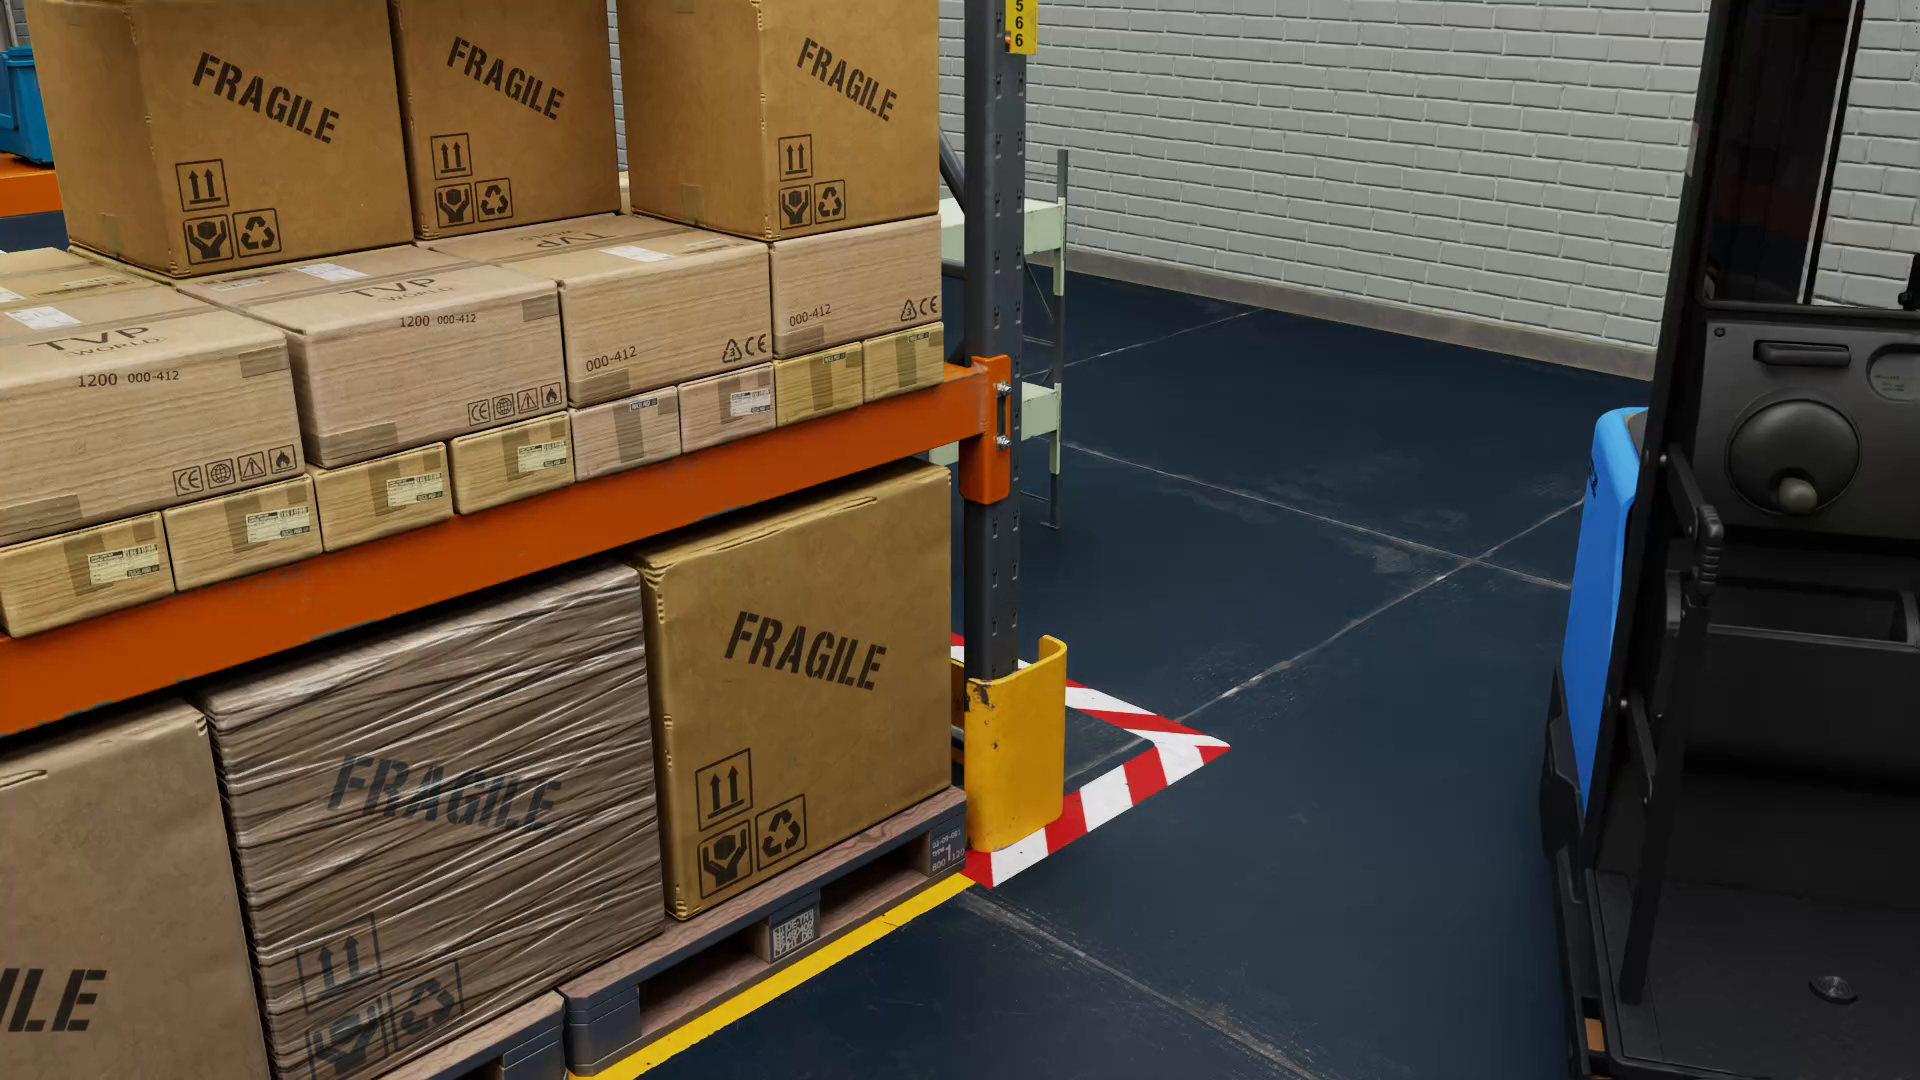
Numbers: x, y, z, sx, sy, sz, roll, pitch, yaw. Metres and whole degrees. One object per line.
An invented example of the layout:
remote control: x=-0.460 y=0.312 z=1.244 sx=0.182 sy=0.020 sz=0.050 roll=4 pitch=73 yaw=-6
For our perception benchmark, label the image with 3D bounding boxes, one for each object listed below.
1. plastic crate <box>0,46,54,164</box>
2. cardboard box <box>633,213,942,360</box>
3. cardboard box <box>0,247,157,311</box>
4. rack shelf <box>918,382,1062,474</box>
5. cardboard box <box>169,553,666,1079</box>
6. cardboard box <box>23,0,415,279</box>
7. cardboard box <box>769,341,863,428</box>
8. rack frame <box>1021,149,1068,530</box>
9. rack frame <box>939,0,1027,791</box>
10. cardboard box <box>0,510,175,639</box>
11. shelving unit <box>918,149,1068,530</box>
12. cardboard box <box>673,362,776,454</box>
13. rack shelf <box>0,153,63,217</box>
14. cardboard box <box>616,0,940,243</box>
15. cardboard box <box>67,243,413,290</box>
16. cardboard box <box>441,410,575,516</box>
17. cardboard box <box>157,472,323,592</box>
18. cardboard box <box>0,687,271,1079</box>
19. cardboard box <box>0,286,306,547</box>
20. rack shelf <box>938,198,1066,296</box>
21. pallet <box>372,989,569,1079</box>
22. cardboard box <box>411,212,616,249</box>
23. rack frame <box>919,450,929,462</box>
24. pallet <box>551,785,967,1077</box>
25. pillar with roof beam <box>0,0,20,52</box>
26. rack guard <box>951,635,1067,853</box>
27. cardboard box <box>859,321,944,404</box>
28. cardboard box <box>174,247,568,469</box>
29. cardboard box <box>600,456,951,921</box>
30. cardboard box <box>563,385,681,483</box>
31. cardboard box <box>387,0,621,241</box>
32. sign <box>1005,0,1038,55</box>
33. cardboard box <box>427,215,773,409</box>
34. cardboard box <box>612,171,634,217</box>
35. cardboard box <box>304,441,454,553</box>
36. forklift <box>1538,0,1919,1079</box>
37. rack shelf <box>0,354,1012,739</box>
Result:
plastic crate: x=-3.892 y=-1.895 z=7.192 sx=0.616 sy=0.435 sz=0.499 roll=19 pitch=28 yaw=41
cardboard box: x=-0.391 y=-0.622 z=3.806 sx=0.500 sy=0.250 sz=0.500 roll=19 pitch=28 yaw=40
cardboard box: x=-1.843 y=-0.358 z=3.120 sx=0.500 sy=0.250 sz=0.500 roll=19 pitch=28 yaw=40
rack shelf: x=-0.005 y=-0.394 z=6.418 sx=0.431 sy=0.370 sz=0.720 roll=19 pitch=28 yaw=41
cardboard box: x=-1.267 y=0.470 z=3.547 sx=0.875 sy=0.875 sz=0.875 roll=19 pitch=28 yaw=41
cardboard box: x=-1.477 y=-0.844 z=3.339 sx=0.500 sy=0.500 sz=0.500 roll=18 pitch=28 yaw=39
cardboard box: x=-0.436 y=-0.386 z=3.747 sx=0.380 sy=0.149 sz=0.250 roll=20 pitch=28 yaw=41
rack frame: x=0.251 y=-0.792 z=6.546 sx=0.400 sy=1.500 sz=0.023 roll=19 pitch=28 yaw=41
rack frame: x=-0.243 y=-0.744 z=4.330 sx=1.000 sy=3.000 sz=0.127 roll=19 pitch=28 yaw=41
cardboard box: x=-1.503 y=0.007 z=2.724 sx=0.380 sy=0.149 sz=0.250 roll=18 pitch=28 yaw=39
shelving unit: x=-0.005 y=-0.698 z=6.301 sx=0.431 sy=1.500 sz=0.755 roll=19 pitch=28 yaw=41
cardboard box: x=-0.613 y=-0.321 z=3.579 sx=0.380 sy=0.149 sz=0.250 roll=19 pitch=28 yaw=41
rack shelf: x=-5.187 y=-1.134 z=6.346 sx=1.077 sy=0.370 sz=4.000 roll=19 pitch=28 yaw=41
cardboard box: x=-0.395 y=-0.972 z=3.672 sx=0.500 sy=0.500 sz=0.500 roll=20 pitch=29 yaw=41
cardboard box: x=-1.483 y=-0.494 z=3.472 sx=0.500 sy=0.250 sz=0.500 roll=18 pitch=27 yaw=39
cardboard box: x=-0.967 y=-0.190 z=3.238 sx=0.380 sy=0.149 sz=0.250 roll=18 pitch=28 yaw=39
cardboard box: x=-1.322 y=-0.060 z=2.900 sx=0.250 sy=0.149 sz=0.380 roll=-19 pitch=28 yaw=-41
cardboard box: x=-1.888 y=0.699 z=2.952 sx=0.875 sy=0.875 sz=0.875 roll=19 pitch=28 yaw=41
cardboard box: x=-1.461 y=-0.226 z=2.776 sx=0.500 sy=0.250 sz=0.500 roll=19 pitch=28 yaw=41
rack shelf: x=-0.005 y=-1.063 z=6.161 sx=0.431 sy=0.370 sz=0.720 roll=19 pitch=28 yaw=41
pallet: x=-1.596 y=1.095 z=3.432 sx=1.003 sy=0.211 sz=1.213 roll=19 pitch=28 yaw=41
cardboard box: x=-1.129 y=-0.622 z=3.806 sx=0.500 sy=0.250 sz=0.500 roll=19 pitch=28 yaw=40
rack frame: x=-0.260 y=-0.604 z=6.056 sx=0.400 sy=1.500 sz=0.023 roll=19 pitch=28 yaw=41
pallet: x=-0.745 y=0.783 z=4.244 sx=1.003 sy=0.211 sz=1.213 roll=19 pitch=28 yaw=41
pillar with roof beam: x=-6.542 y=-7.097 z=12.495 sx=9.100 sy=9.000 sz=0.400 roll=19 pitch=28 yaw=41
rack guard: x=-0.227 y=0.417 z=4.794 sx=1.175 sy=0.500 sz=0.348 roll=19 pitch=28 yaw=41
cardboard box: x=-0.256 y=-0.453 z=3.922 sx=0.250 sy=0.149 sz=0.380 roll=-20 pitch=28 yaw=-41
cardboard box: x=-1.100 y=-0.361 z=3.127 sx=0.500 sy=0.250 sz=0.500 roll=18 pitch=27 yaw=39
cardboard box: x=-0.632 y=0.236 z=4.155 sx=0.875 sy=0.875 sz=0.875 roll=19 pitch=28 yaw=41
cardboard box: x=-0.787 y=-0.257 z=3.413 sx=0.250 sy=0.149 sz=0.380 roll=-20 pitch=28 yaw=-41
cardboard box: x=-1.120 y=-0.979 z=3.689 sx=0.500 sy=0.500 sz=0.500 roll=18 pitch=28 yaw=39
sign: x=0.136 y=-1.256 z=3.717 sx=0.100 sy=0.325 sz=0.005 roll=19 pitch=28 yaw=41
cardboard box: x=-0.746 y=-0.492 z=3.467 sx=0.500 sy=0.250 sz=0.500 roll=19 pitch=28 yaw=40
cardboard box: x=-0.772 y=-0.757 z=4.158 sx=0.500 sy=0.250 sz=0.500 roll=18 pitch=28 yaw=39
cardboard box: x=-1.148 y=-0.123 z=3.064 sx=0.380 sy=0.149 sz=0.250 roll=19 pitch=28 yaw=41
forklift: x=1.853 y=-0.185 z=2.970 sx=1.130 sy=2.935 sz=3.031 roll=6 pitch=22 yaw=14
rack shelf: x=-1.638 y=0.106 z=3.121 sx=1.077 sy=0.370 sz=4.000 roll=19 pitch=28 yaw=41
